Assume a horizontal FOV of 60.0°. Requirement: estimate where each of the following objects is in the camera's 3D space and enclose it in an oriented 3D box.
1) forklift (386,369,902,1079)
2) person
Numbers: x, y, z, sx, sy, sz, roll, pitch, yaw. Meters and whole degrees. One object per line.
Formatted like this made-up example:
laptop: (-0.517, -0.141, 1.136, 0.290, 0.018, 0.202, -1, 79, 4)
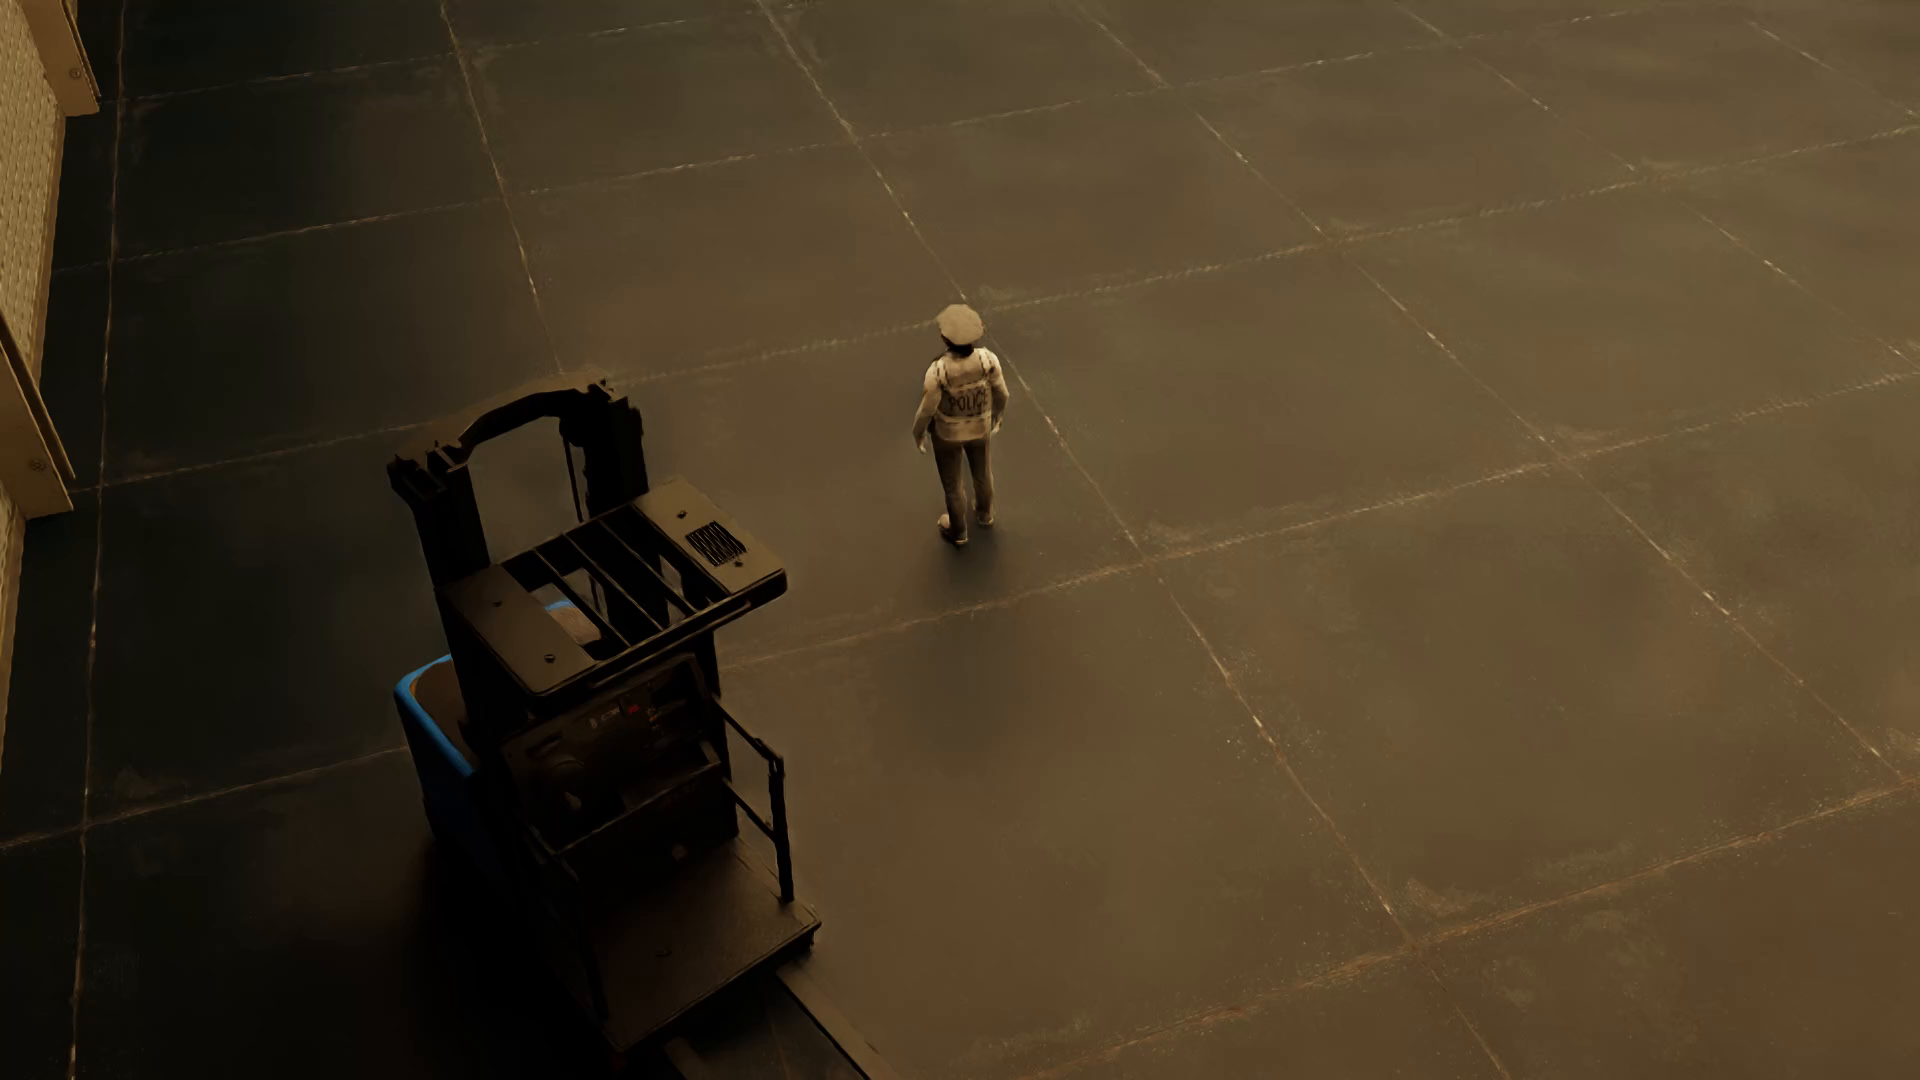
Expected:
forklift: (-1.350, 0.889, 6.937, 1.130, 2.935, 3.031, -28, 48, -30)
person: (-0.016, -0.697, 9.777, 0.586, 1.695, 0.532, -13, 42, -15)
